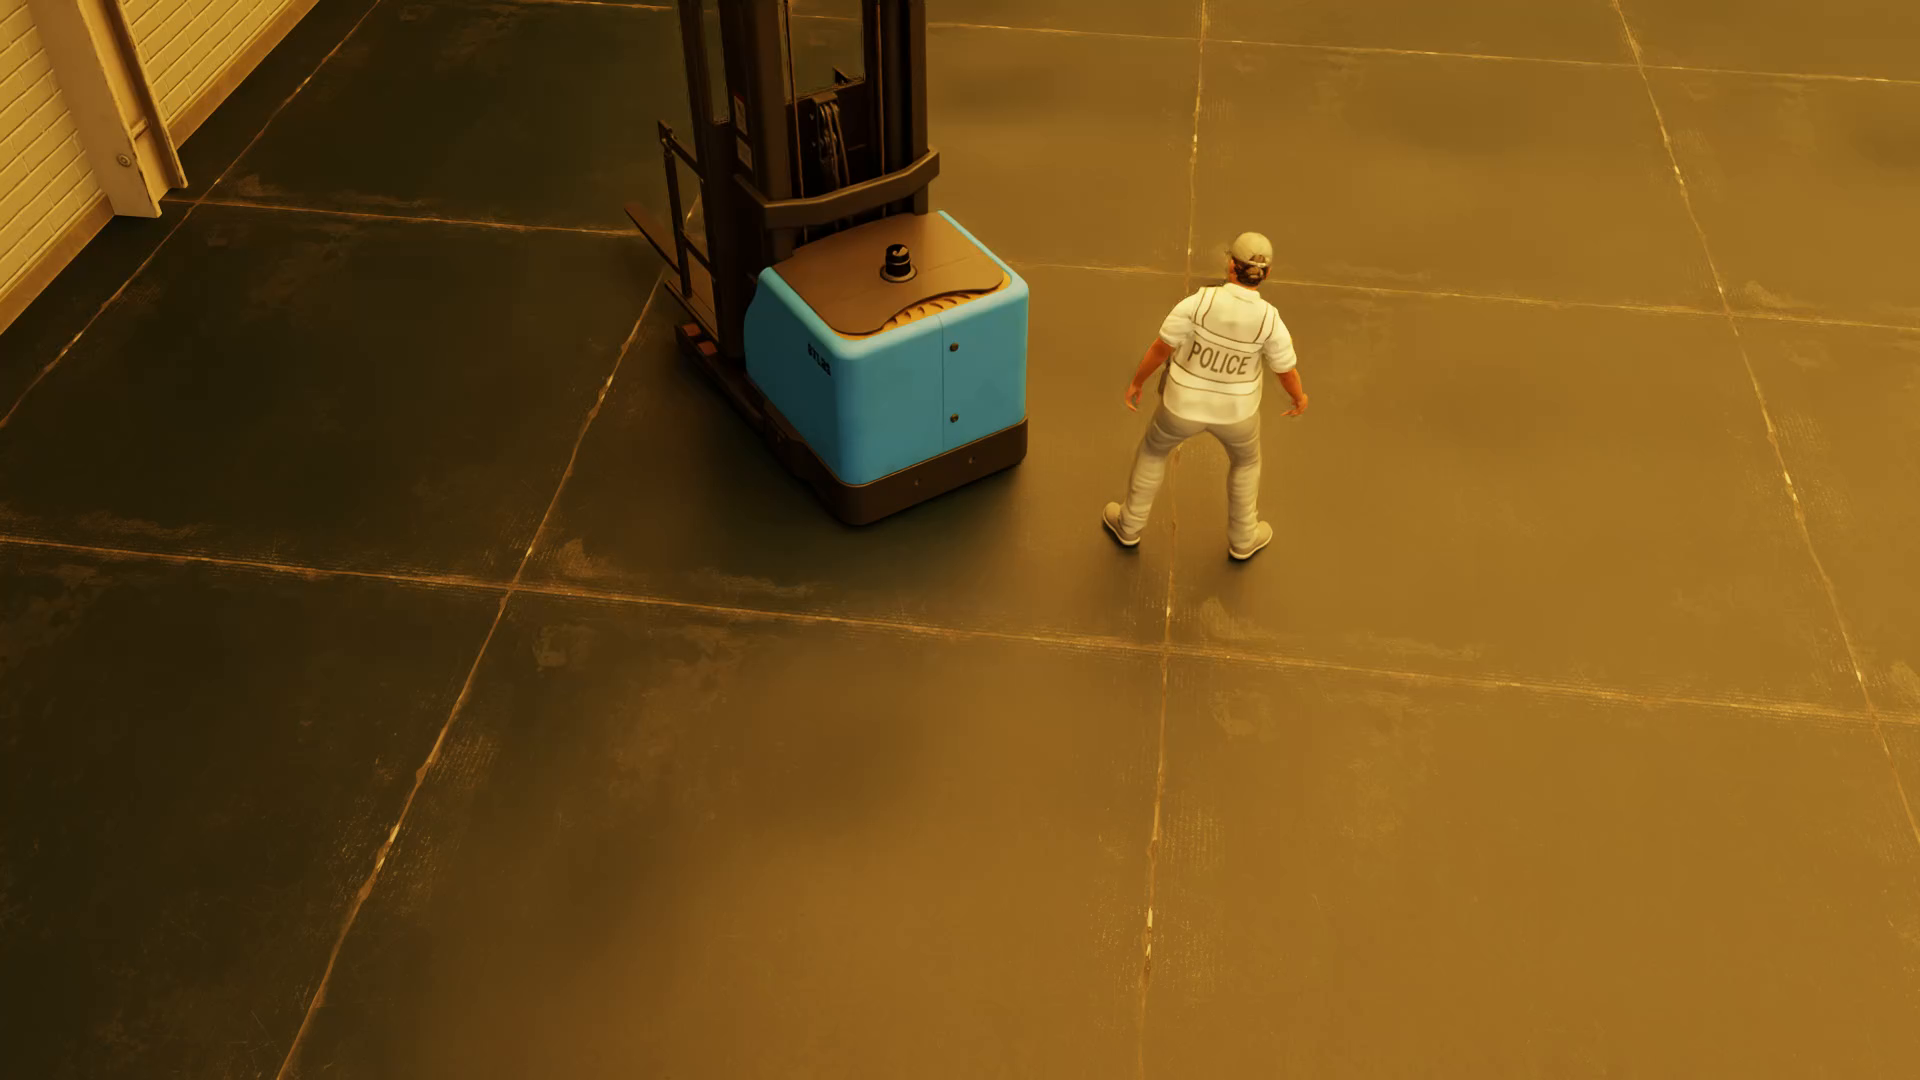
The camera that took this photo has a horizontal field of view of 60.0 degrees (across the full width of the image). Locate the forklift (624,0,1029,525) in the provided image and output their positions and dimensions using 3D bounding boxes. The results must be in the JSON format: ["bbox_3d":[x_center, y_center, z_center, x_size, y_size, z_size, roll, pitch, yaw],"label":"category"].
[{"bbox_3d":[-0.874,-2.126,8.038,1.130,2.935,3.031,-23,47,-23],"label":"forklift"}]

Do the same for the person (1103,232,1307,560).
[{"bbox_3d":[1.107,-0.626,7.388,0.868,1.618,0.452,7,43,8],"label":"person"}]
